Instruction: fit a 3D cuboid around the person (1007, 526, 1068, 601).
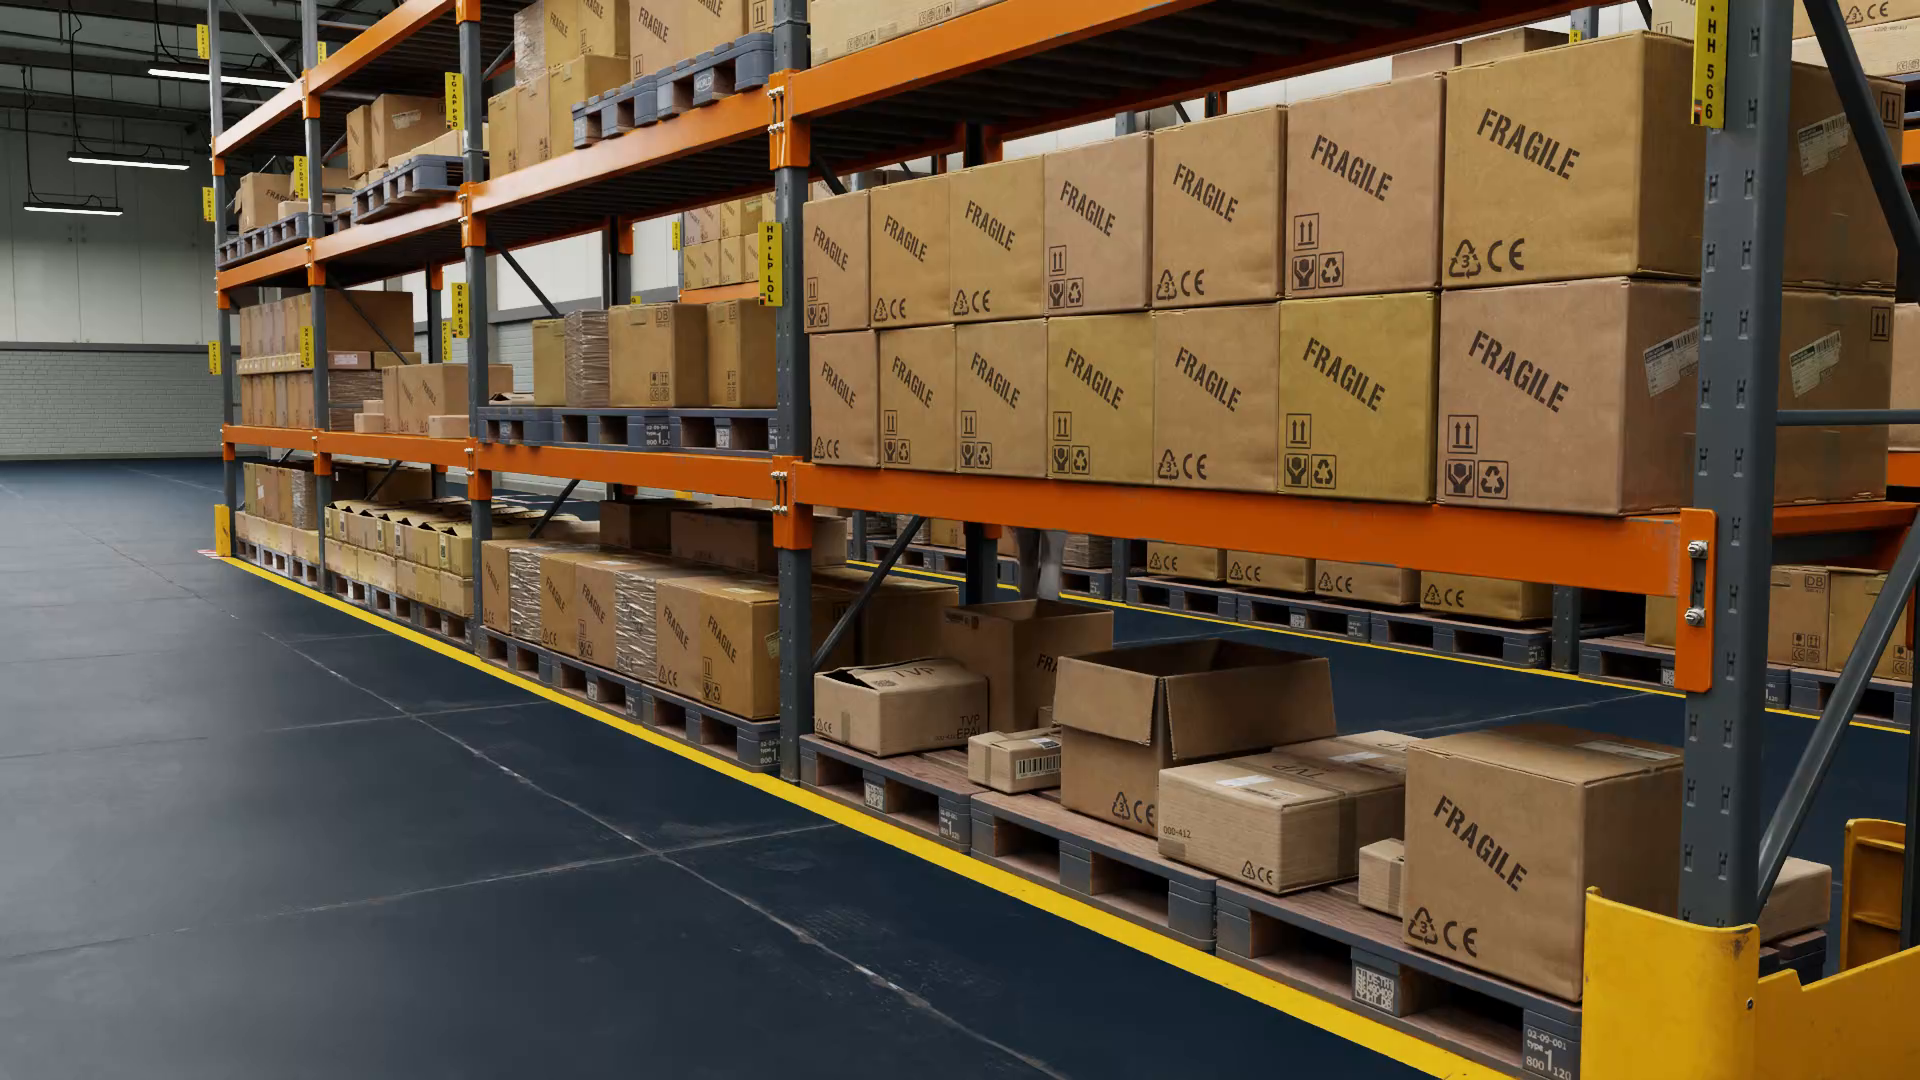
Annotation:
[{"bbox_3d":[0.537,-0.191,10.756,0.457,1.687,0.855,1,5,9],"label":"person"}]
